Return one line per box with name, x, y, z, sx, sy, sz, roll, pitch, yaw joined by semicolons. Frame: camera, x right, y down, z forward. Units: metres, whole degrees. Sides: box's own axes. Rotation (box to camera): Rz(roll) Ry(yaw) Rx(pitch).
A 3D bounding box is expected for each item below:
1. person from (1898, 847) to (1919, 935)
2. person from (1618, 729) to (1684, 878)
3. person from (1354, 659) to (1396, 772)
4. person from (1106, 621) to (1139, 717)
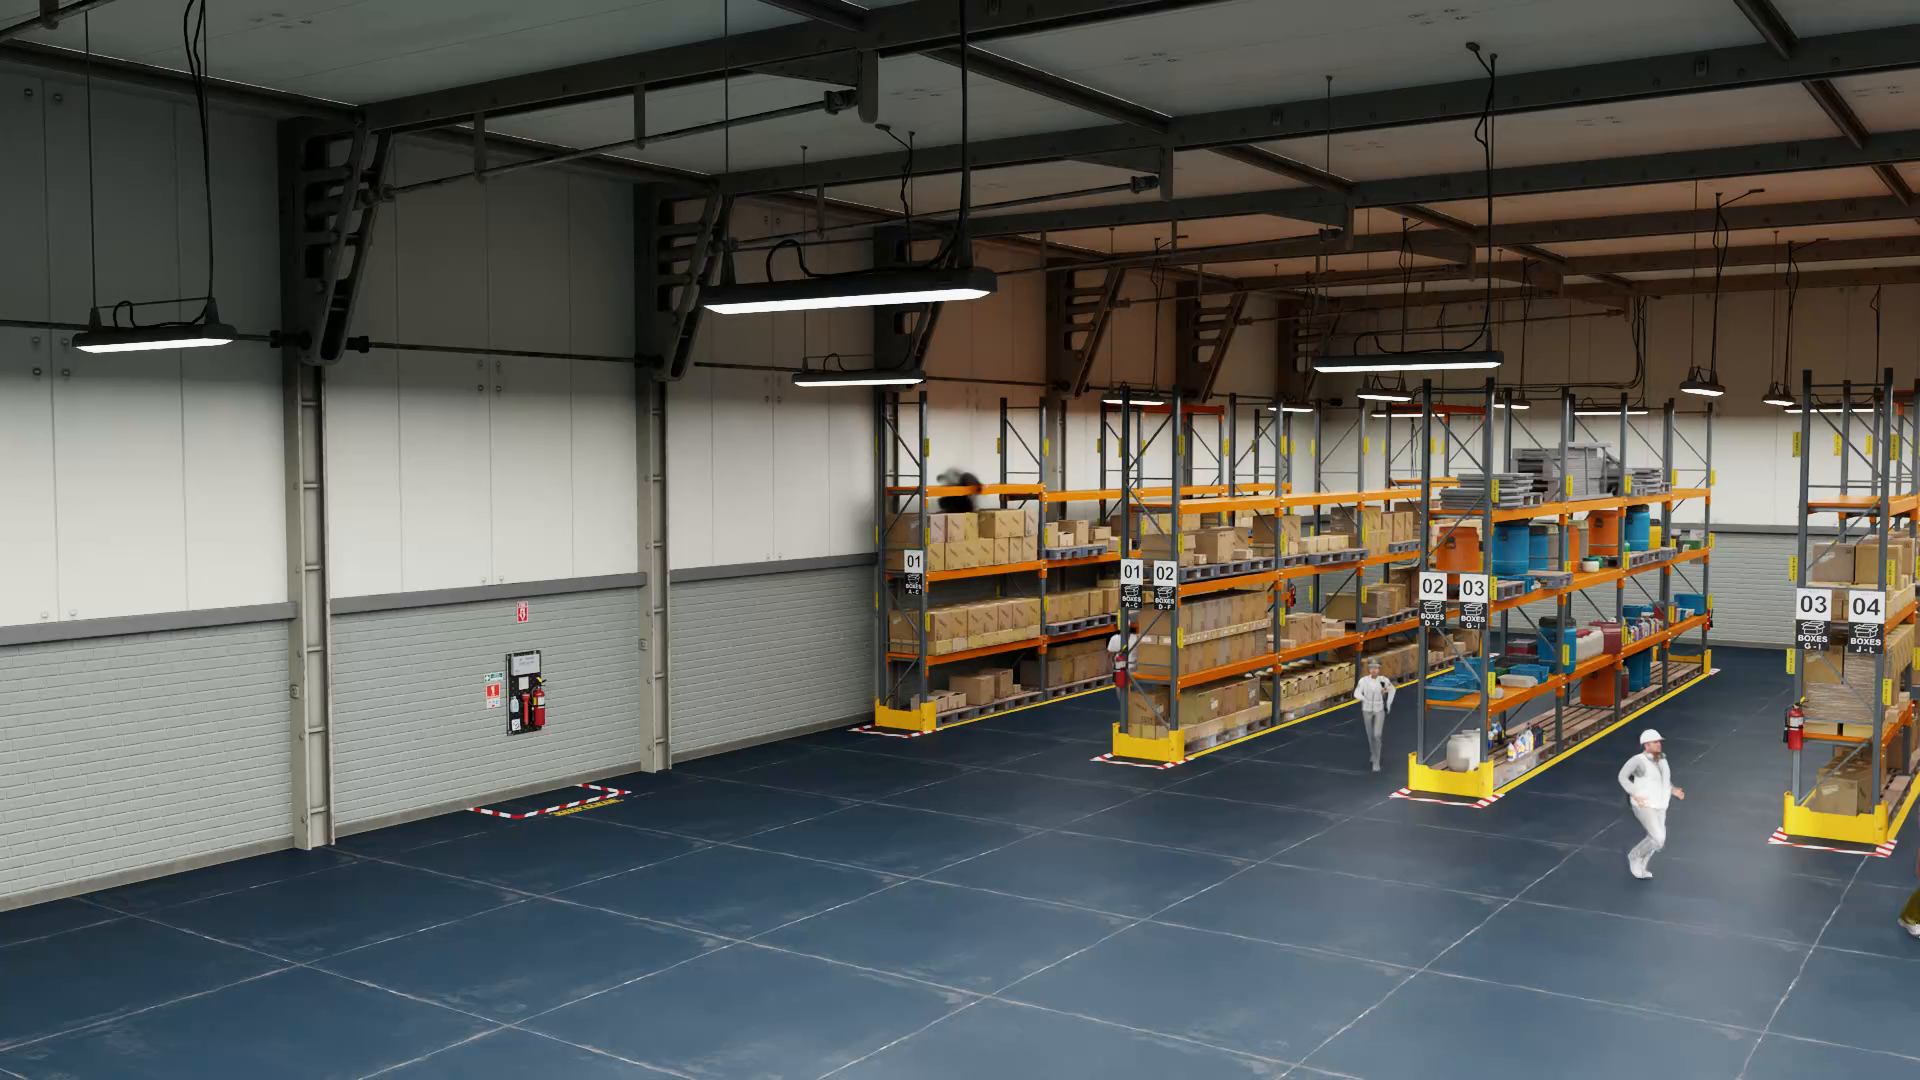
person;9.884;3.187;16.742;0.752;1.772;0.886;-2;4;-28
person;7.998;3.057;19.184;0.634;1.730;0.624;-2;4;-27
person;6.473;2.714;26.027;0.592;1.739;0.764;1;3;25
person;2.847;2.259;28.951;0.686;1.782;0.593;2;4;27
